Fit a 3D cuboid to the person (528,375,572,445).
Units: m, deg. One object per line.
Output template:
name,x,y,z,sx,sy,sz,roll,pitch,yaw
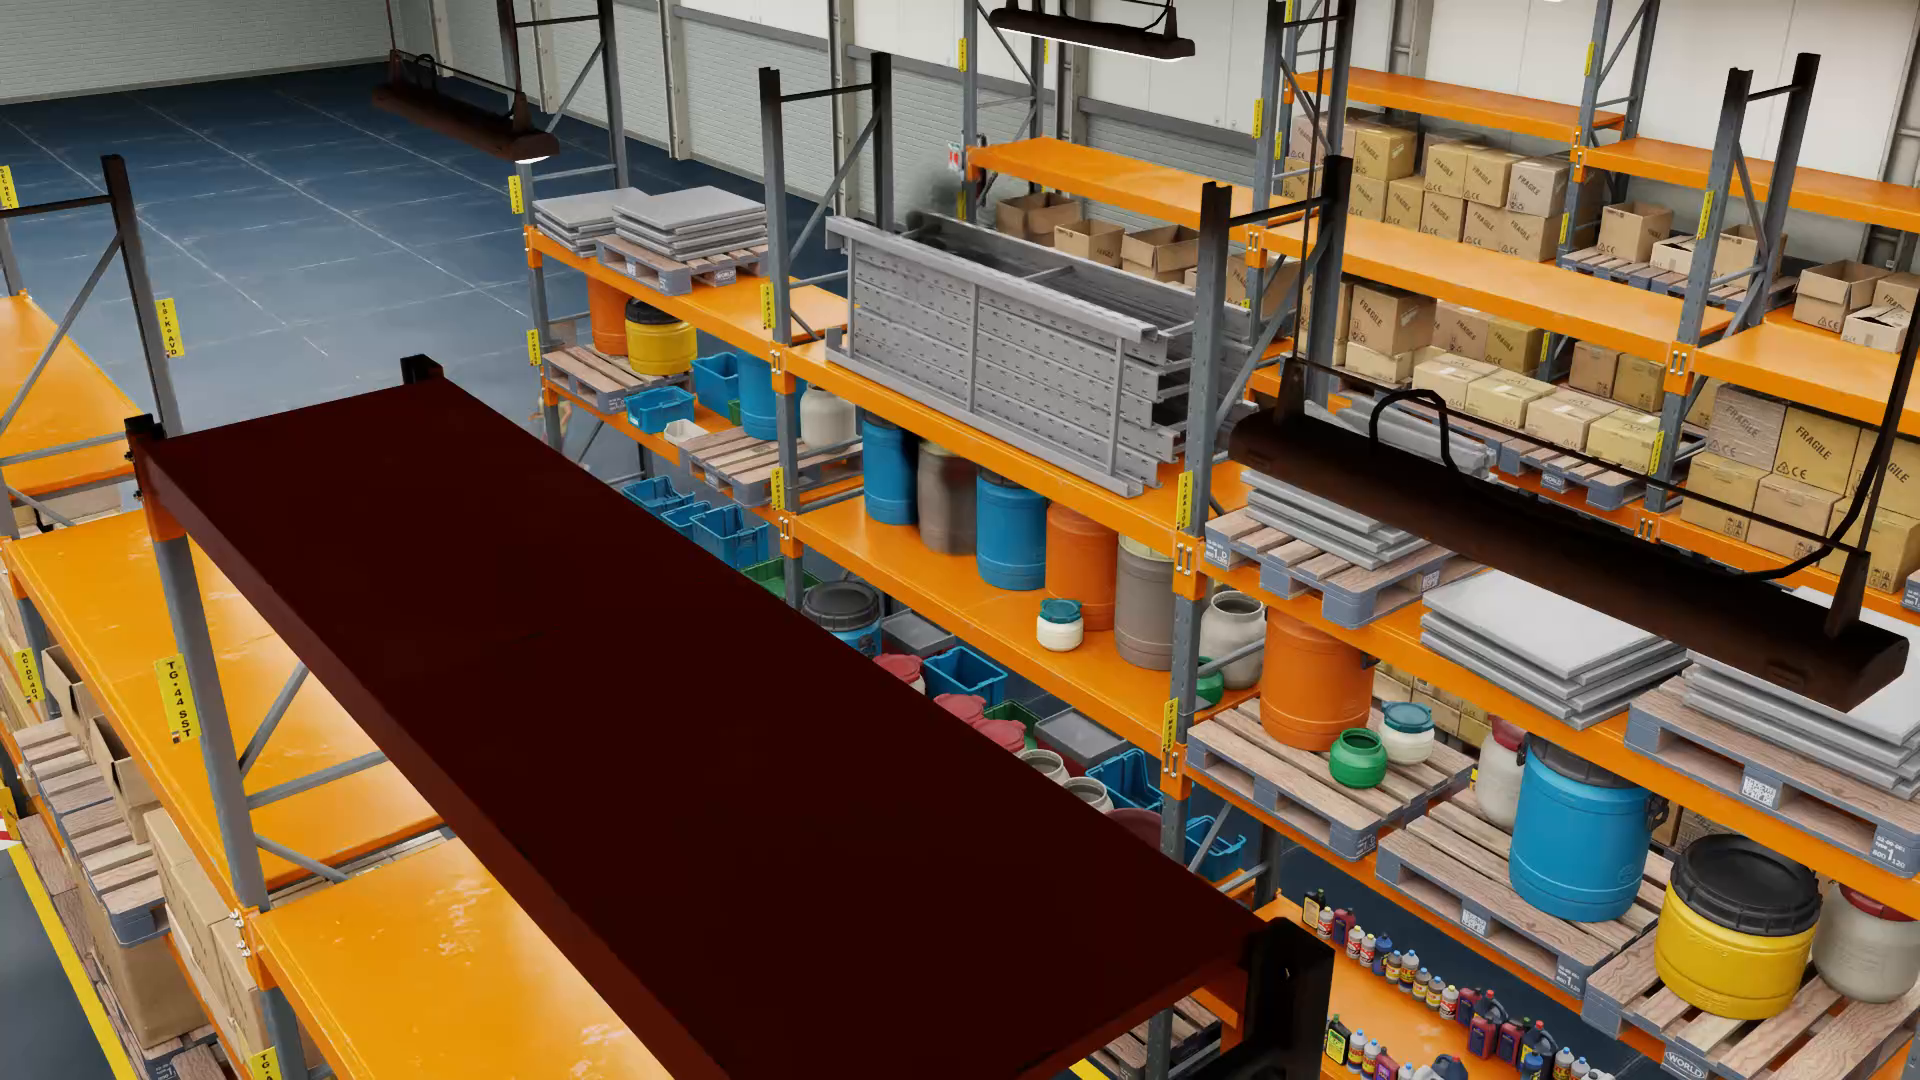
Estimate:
person,-4.635,-1.238,18.960,0.542,1.631,0.576,-7,27,-13
